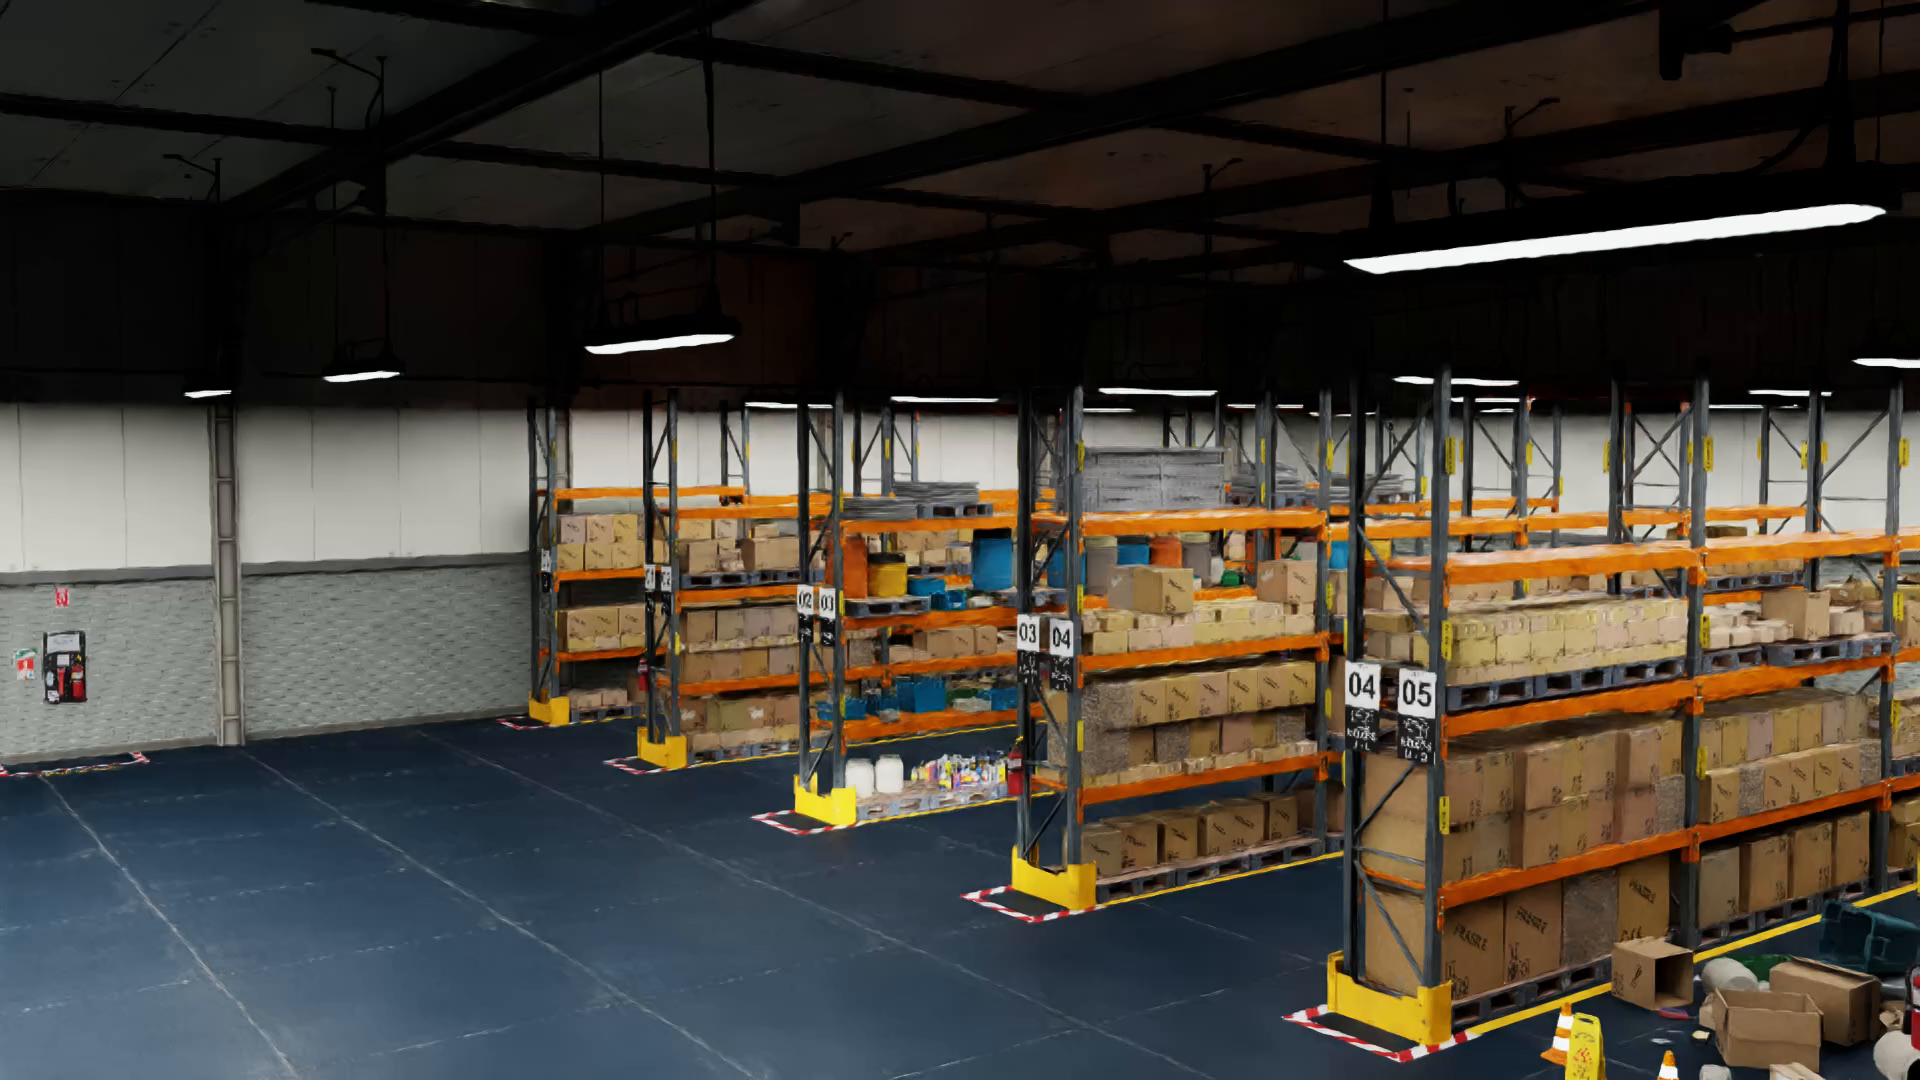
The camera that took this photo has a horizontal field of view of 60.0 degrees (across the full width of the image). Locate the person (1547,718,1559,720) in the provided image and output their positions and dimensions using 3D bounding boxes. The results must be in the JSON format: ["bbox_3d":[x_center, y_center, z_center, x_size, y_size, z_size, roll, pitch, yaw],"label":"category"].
[{"bbox_3d":[7.737,3.012,21.705,1.128,1.709,0.550,-3,4,-38],"label":"person"}]
